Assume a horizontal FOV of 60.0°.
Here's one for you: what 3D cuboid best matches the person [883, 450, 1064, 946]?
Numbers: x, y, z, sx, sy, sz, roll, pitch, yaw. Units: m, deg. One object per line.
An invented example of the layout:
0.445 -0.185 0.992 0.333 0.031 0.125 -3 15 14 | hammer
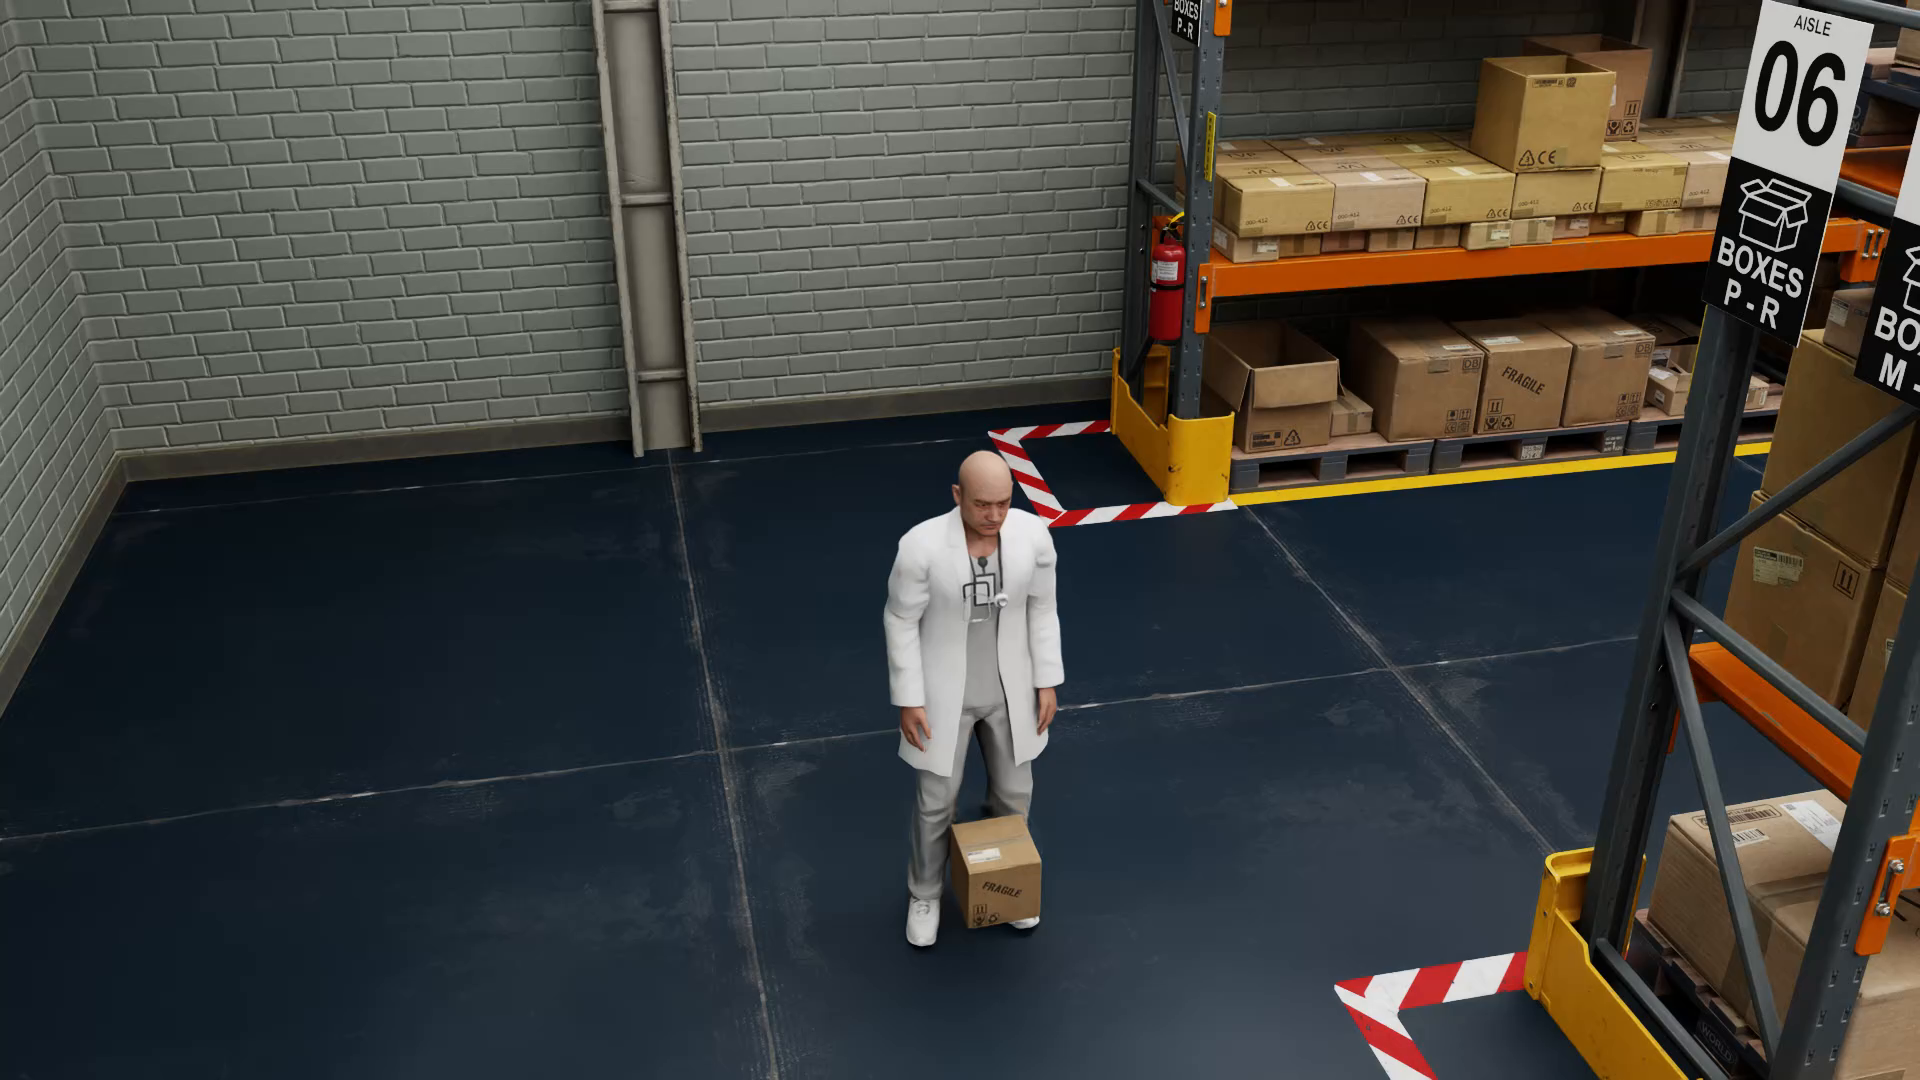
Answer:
0.054 0.516 5.589 0.601 1.776 0.425 -7 27 -13 | person
